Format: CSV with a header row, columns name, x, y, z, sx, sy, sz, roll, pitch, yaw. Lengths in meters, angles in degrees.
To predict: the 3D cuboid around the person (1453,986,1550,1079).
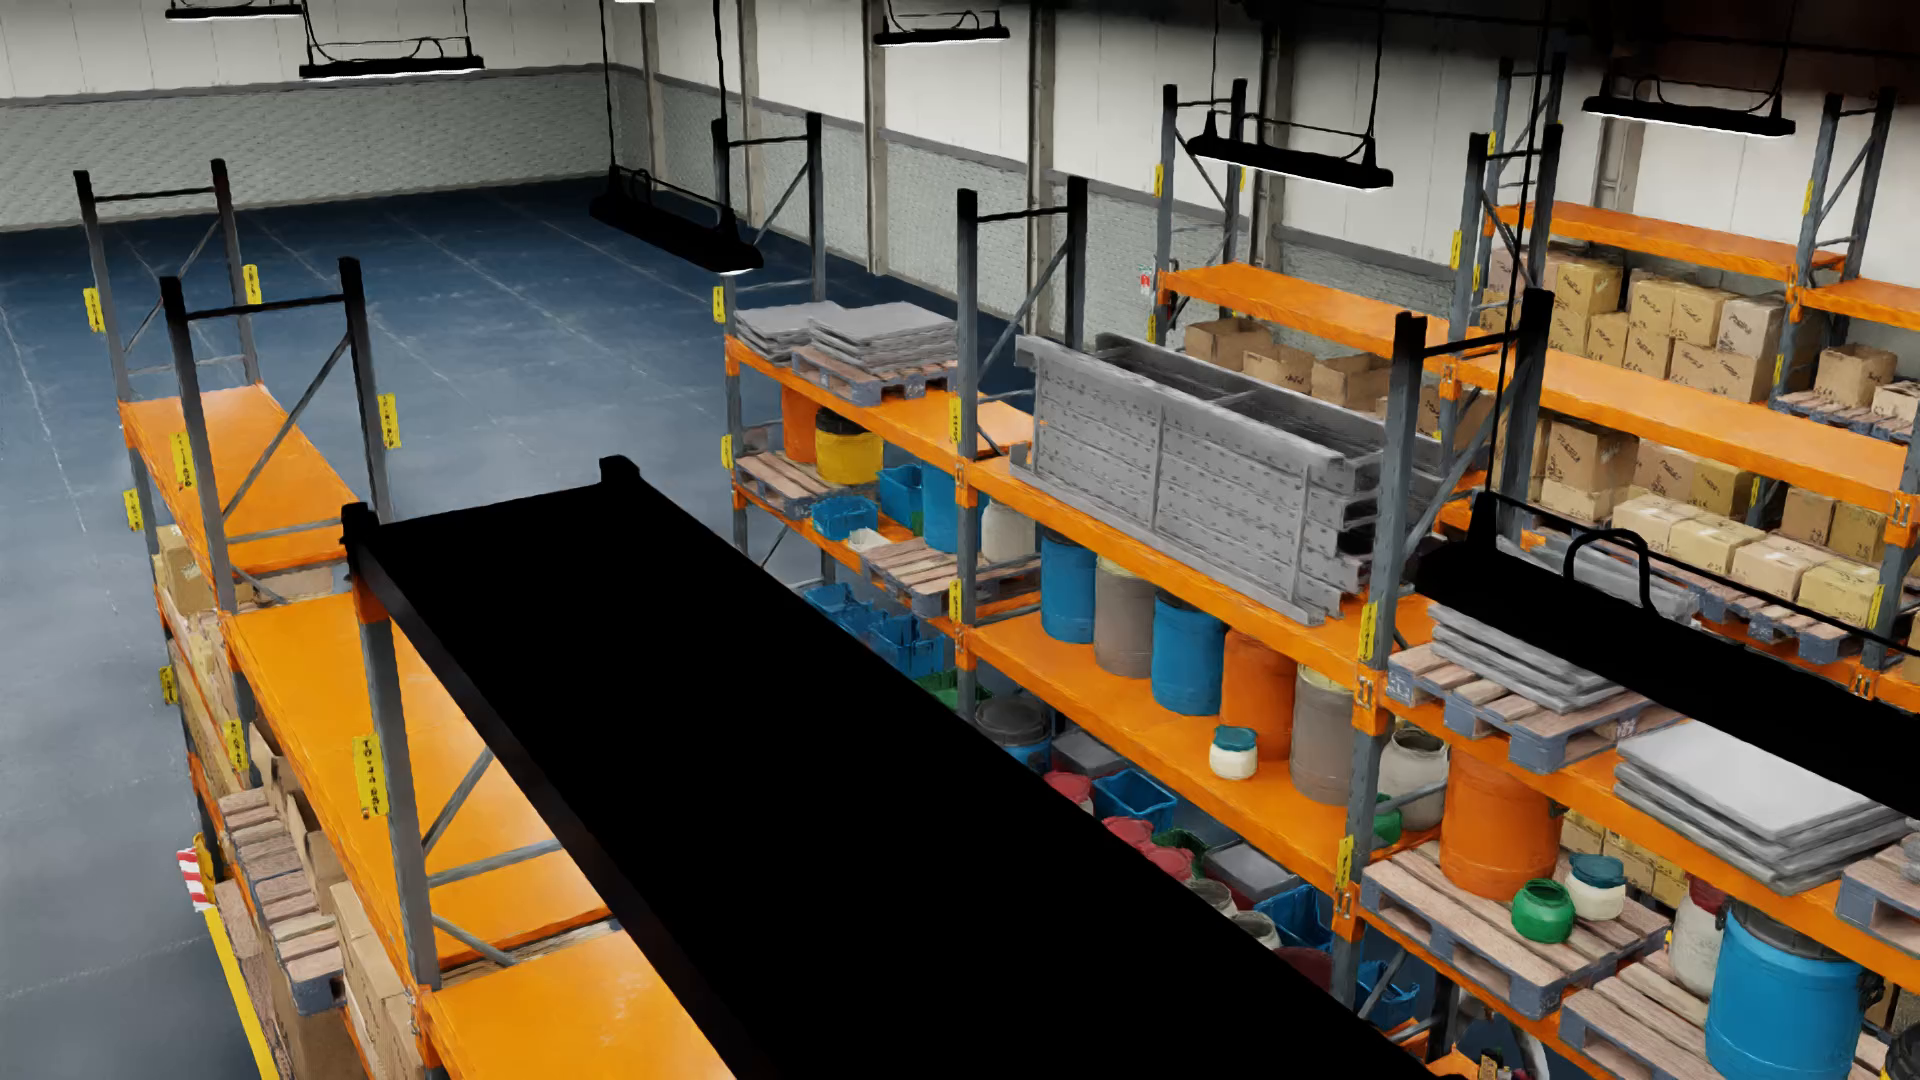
name,x,y,z,sx,sy,sz,roll,pitch,yaw
person,3.729,3.018,11.534,0.598,1.693,1.194,-12,25,-28
